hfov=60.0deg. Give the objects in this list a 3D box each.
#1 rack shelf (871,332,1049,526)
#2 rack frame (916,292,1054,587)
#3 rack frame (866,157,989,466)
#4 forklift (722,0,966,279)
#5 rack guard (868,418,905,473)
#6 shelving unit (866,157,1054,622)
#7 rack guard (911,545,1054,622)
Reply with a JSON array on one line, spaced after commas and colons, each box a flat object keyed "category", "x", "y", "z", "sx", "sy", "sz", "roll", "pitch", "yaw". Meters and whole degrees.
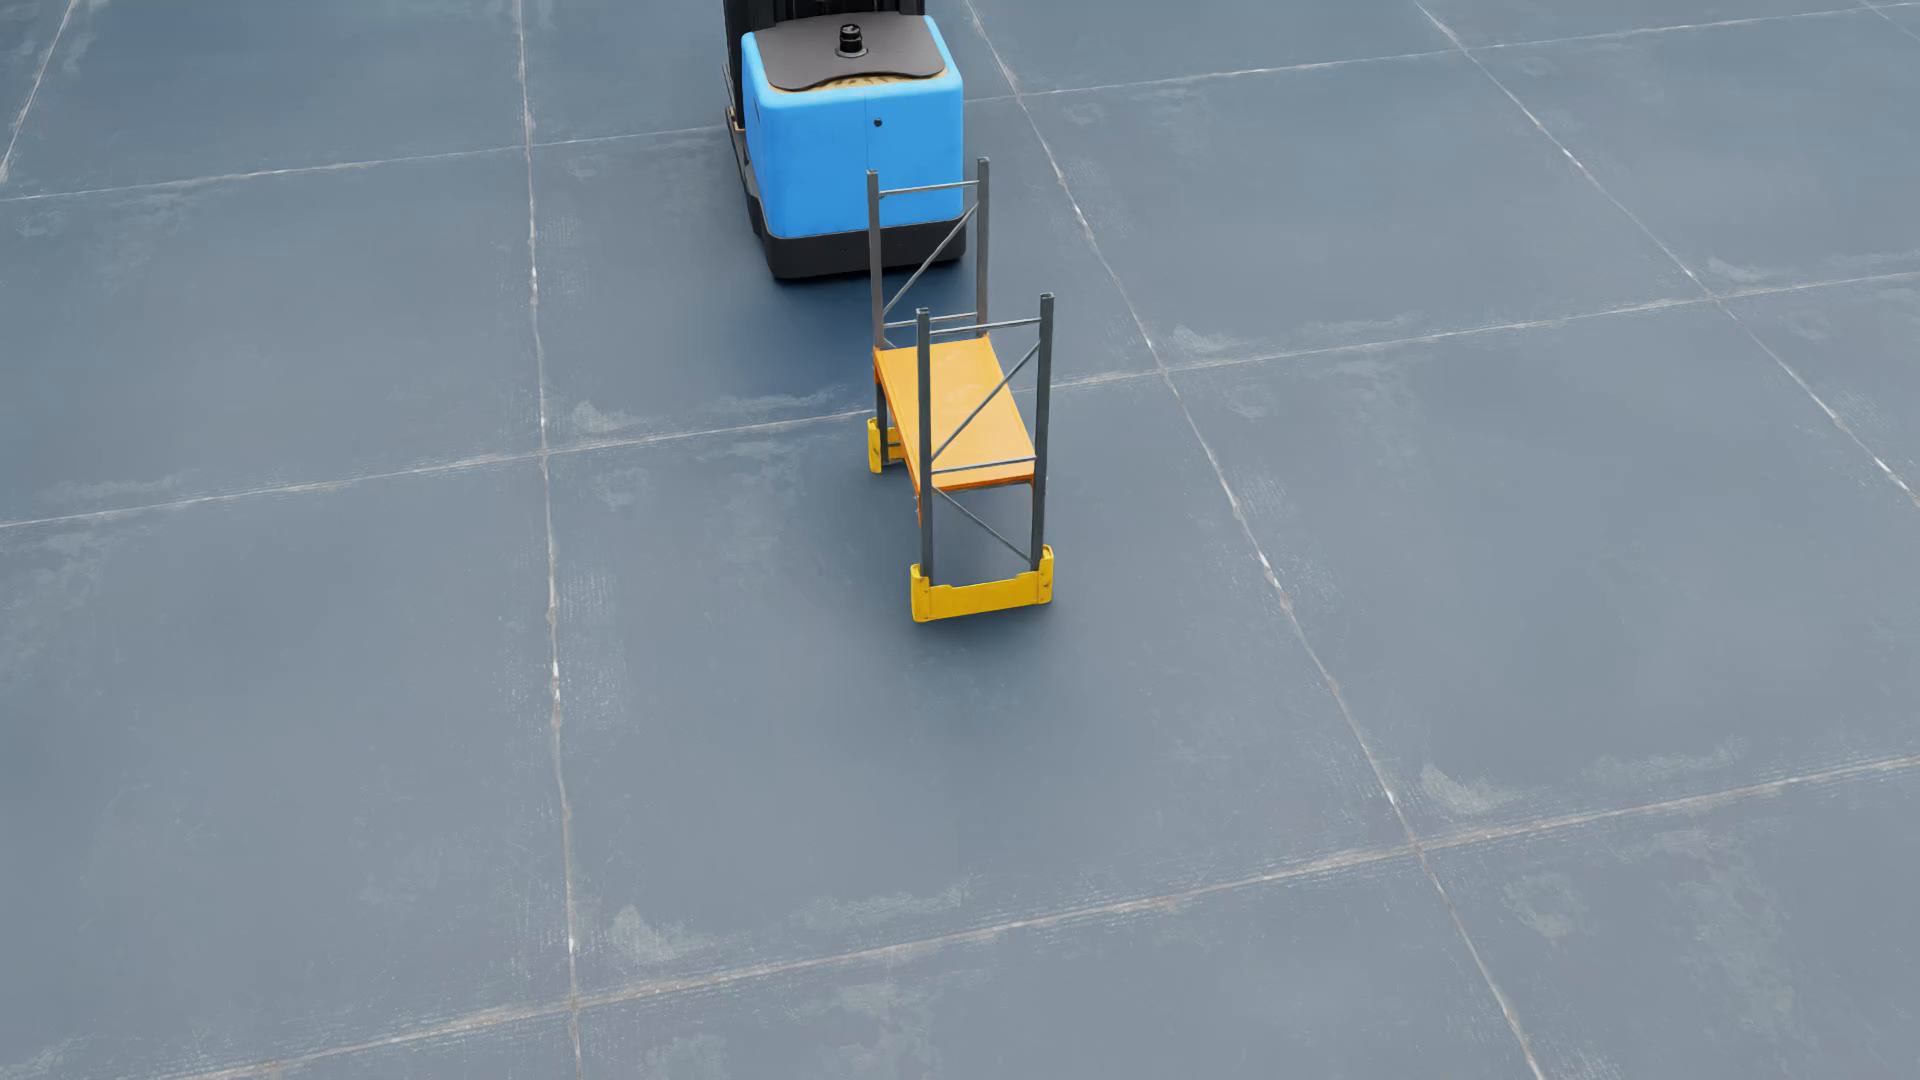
[{"category": "rack shelf", "x": -0.018, "y": -0.482, "z": 6.934, "sx": 0.538, "sy": 0.185, "sz": 1.000, "roll": -8, "pitch": 42, "yaw": -9}, {"category": "rack frame", "x": 0.091, "y": -0.287, "z": 6.443, "sx": 0.500, "sy": 1.500, "sz": 0.032, "roll": -8, "pitch": 42, "yaw": -9}, {"category": "rack frame", "x": -0.128, "y": -0.946, "z": 7.186, "sx": 0.500, "sy": 1.500, "sz": 0.032, "roll": -8, "pitch": 42, "yaw": -9}, {"category": "forklift", "x": -0.789, "y": -3.449, "z": 8.927, "sx": 1.130, "sy": 2.935, "sz": 3.031, "roll": -8, "pitch": 42, "yaw": -9}, {"category": "rack guard", "x": -0.124, "y": -0.466, "z": 7.586, "sx": 0.587, "sy": 0.250, "sz": 0.087, "roll": -8, "pitch": 42, "yaw": -9}, {"category": "shelving unit", "x": -0.016, "y": -0.610, "z": 6.808, "sx": 0.587, "sy": 1.500, "sz": 1.083, "roll": -8, "pitch": 42, "yaw": -9}, {"category": "rack guard", "x": 0.091, "y": 0.180, "z": 6.859, "sx": 0.587, "sy": 0.250, "sz": 0.087, "roll": -8, "pitch": 42, "yaw": -9}]
